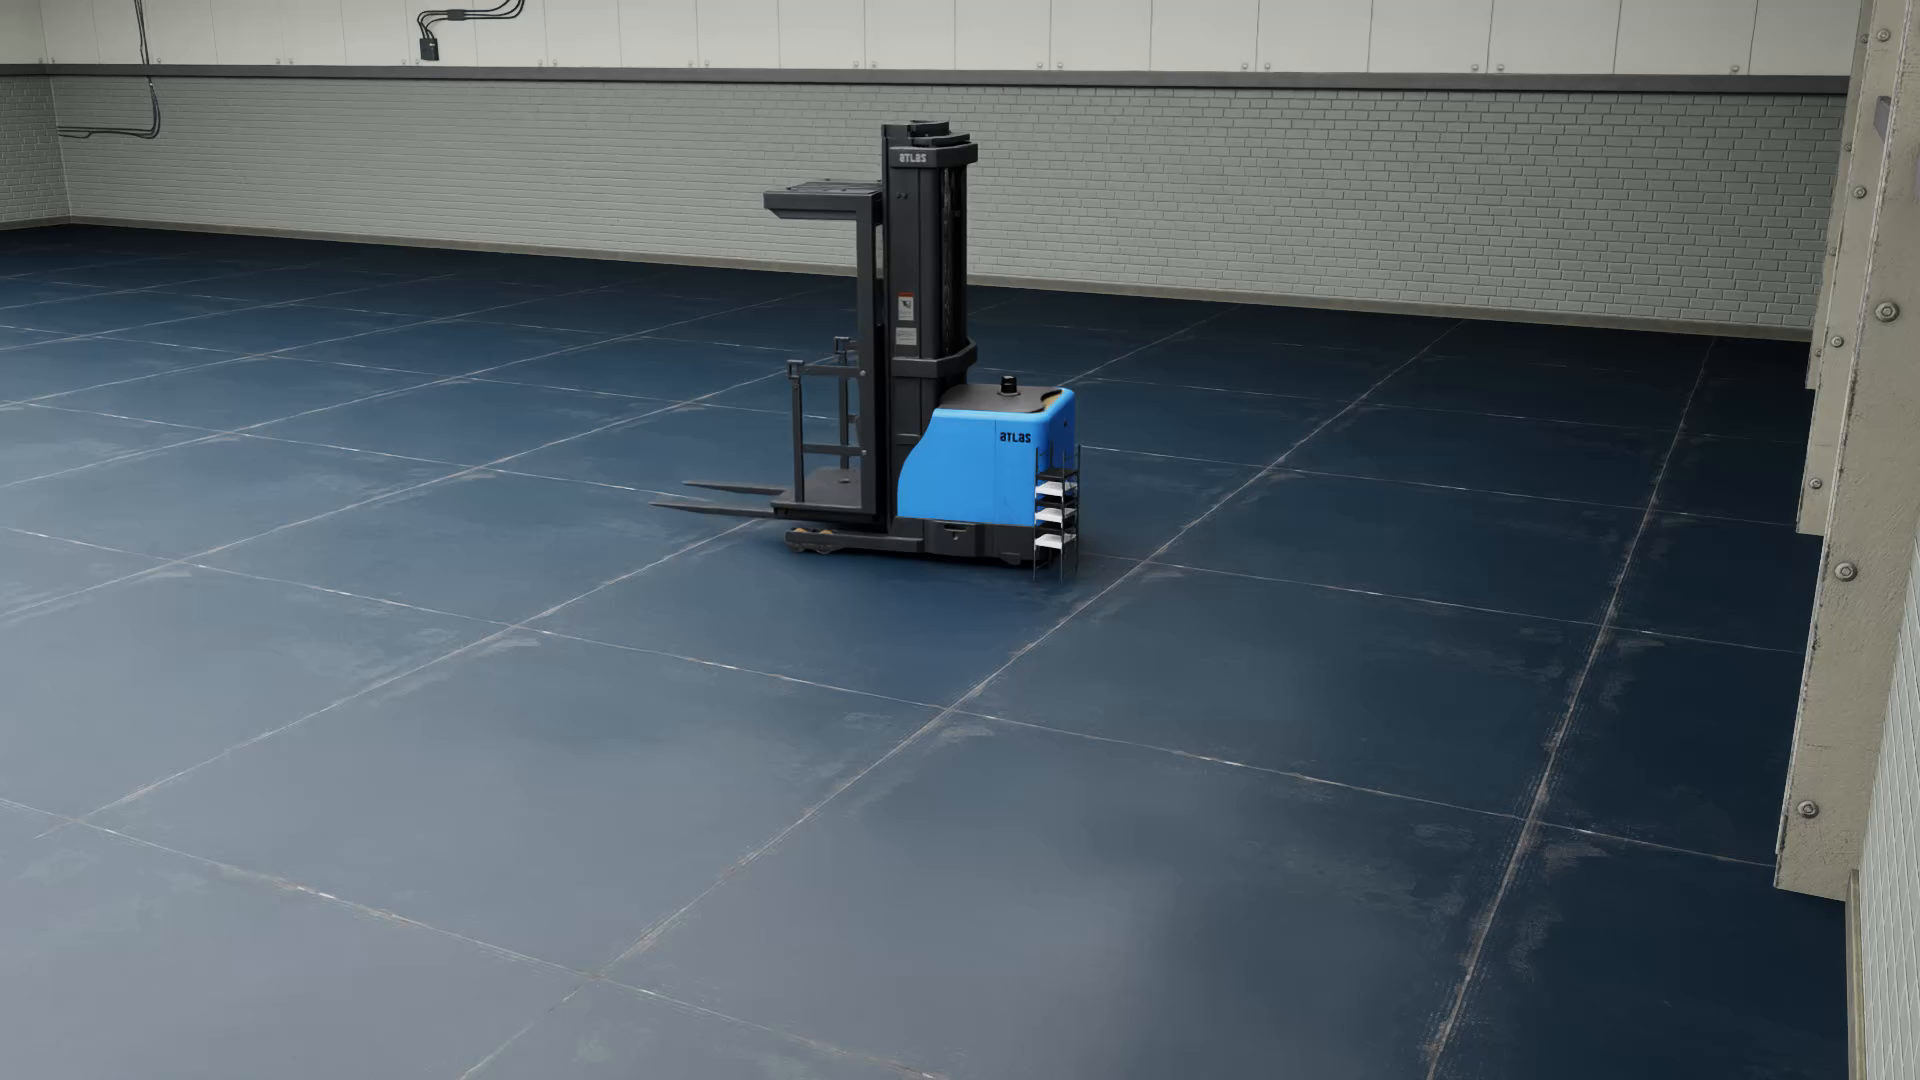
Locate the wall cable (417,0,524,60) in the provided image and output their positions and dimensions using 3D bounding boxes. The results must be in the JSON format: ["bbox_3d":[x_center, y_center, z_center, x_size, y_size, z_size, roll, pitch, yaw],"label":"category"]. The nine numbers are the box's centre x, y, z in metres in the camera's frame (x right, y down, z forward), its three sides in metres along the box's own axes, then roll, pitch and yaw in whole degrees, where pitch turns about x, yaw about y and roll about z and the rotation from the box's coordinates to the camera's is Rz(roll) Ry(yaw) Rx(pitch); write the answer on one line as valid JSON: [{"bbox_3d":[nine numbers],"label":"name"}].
[{"bbox_3d":[-8.152,-10.935,27.062,2.305,6.003,0.169,8,18,25],"label":"wall cable"}]

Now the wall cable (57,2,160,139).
[{"bbox_3d":[-16.638,-9.028,32.068,3.097,2.526,0.112,8,18,25],"label":"wall cable"}]

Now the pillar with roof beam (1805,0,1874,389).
[{"bbox_3d":[5.192,-6.474,18.017,9.100,9.000,0.400,8,18,25],"label":"pillar with roof beam"}]

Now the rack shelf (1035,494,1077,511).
[{"bbox_3d":[0.646,-0.244,11.065,0.200,0.077,0.258,9,19,29],"label":"rack shelf"}]

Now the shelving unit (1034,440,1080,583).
[{"bbox_3d":[0.646,-0.189,11.081,0.210,0.900,0.258,9,19,29],"label":"shelving unit"}]

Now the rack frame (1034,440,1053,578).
[{"bbox_3d":[0.559,-0.204,11.130,0.006,0.900,0.240,9,19,29],"label":"rack frame"}]

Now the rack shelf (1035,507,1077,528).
[{"bbox_3d":[0.646,-0.157,11.090,0.200,0.077,0.258,9,19,29],"label":"rack shelf"}]

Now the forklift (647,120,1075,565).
[{"bbox_3d":[-0.740,-1.444,11.737,3.031,2.935,1.130,4,17,14],"label":"forklift"}]

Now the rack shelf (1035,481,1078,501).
[{"bbox_3d":[0.646,-0.330,11.039,0.200,0.077,0.258,9,19,29],"label":"rack shelf"}]

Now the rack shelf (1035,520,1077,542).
[{"bbox_3d":[0.646,-0.071,11.116,0.200,0.077,0.258,9,19,29],"label":"rack shelf"}]

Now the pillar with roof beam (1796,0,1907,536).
[{"bbox_3d":[2.511,-4.946,12.872,9.100,9.000,0.400,8,18,25],"label":"pillar with roof beam"}]

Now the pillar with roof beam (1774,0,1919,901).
[{"bbox_3d":[-0.170,-3.418,7.726,9.100,9.000,0.400,8,18,25],"label":"pillar with roof beam"}]

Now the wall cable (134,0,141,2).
[{"bbox_3d":[-14.217,-11.105,30.190,3.097,2.526,0.112,8,18,25],"label":"wall cable"}]

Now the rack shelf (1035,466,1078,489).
[{"bbox_3d":[0.646,-0.416,11.014,0.200,0.077,0.258,9,19,29],"label":"rack shelf"}]

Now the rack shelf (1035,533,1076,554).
[{"bbox_3d":[0.646,0.015,11.142,0.200,0.077,0.258,9,19,29],"label":"rack shelf"}]

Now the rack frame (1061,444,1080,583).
[{"bbox_3d":[0.734,-0.175,11.032,0.006,0.900,0.240,9,19,29],"label":"rack frame"}]
